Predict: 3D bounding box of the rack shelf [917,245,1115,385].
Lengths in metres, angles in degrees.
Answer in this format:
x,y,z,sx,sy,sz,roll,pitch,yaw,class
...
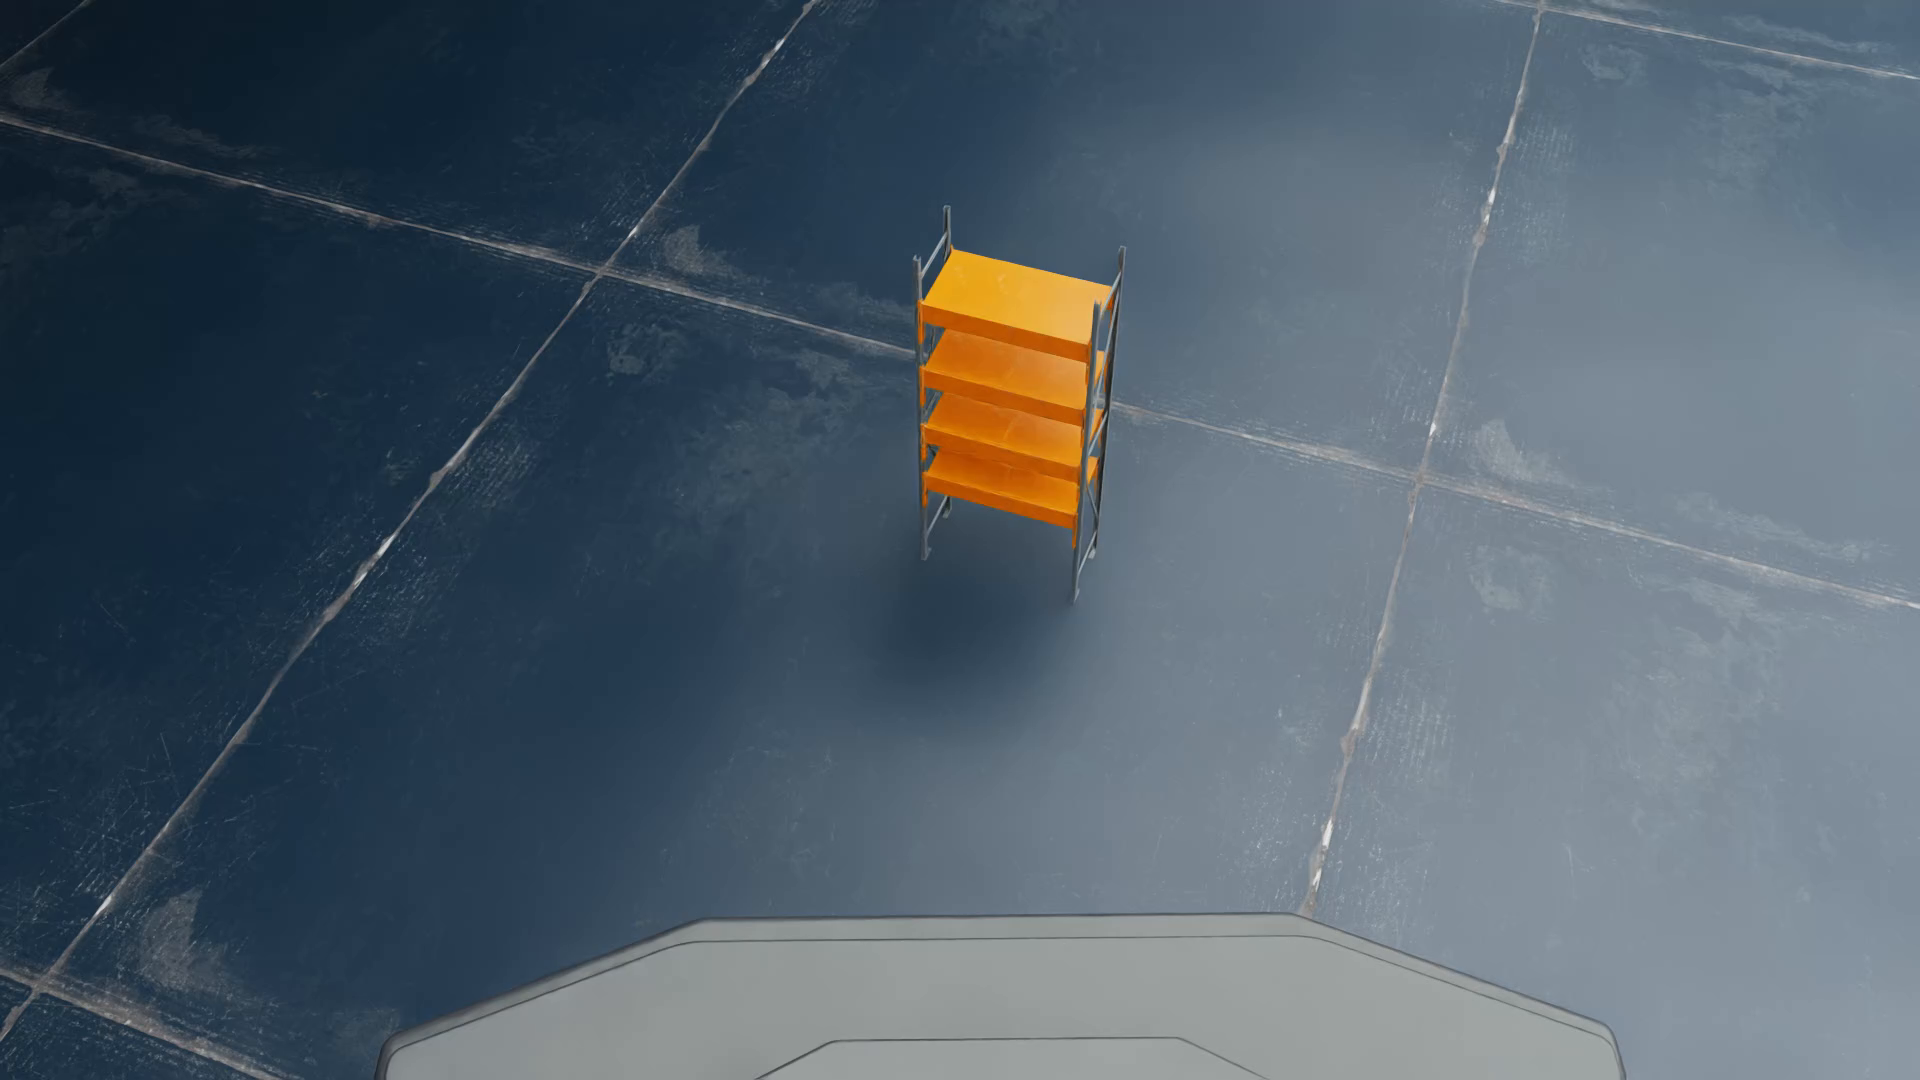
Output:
x,y,z,sx,sy,sz,roll,pitch,yaw,class
0.155,-0.607,4.462,0.480,0.148,0.258,16,51,13,rack shelf

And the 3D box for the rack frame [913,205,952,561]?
x,y,z,sx,sy,sz,roll,pitch,yaw,class
-0.074,-0.414,4.814,0.015,1.200,0.240,16,51,13,rack frame

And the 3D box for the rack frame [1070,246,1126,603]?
x,y,z,sx,sy,sz,roll,pitch,yaw,class
0.384,-0.286,4.704,0.015,1.200,0.240,16,51,13,rack frame

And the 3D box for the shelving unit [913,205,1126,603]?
x,y,z,sx,sy,sz,roll,pitch,yaw,class
0.155,-0.350,4.759,0.503,1.200,0.258,16,51,13,shelving unit

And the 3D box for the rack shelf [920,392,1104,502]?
x,y,z,sx,sy,sz,roll,pitch,yaw,class
0.155,-0.306,4.810,0.480,0.148,0.258,16,51,13,rack shelf

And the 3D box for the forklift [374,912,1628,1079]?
x,y,z,sx,sy,sz,roll,pitch,yaw,class
0.037,1.783,1.765,1.130,2.935,3.031,0,49,0,forklift

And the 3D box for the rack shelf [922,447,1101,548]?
x,y,z,sx,sy,sz,roll,pitch,yaw,class
0.155,-0.176,4.960,0.480,0.148,0.258,16,51,13,rack shelf

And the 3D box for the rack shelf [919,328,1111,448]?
x,y,z,sx,sy,sz,roll,pitch,yaw,class
0.155,-0.452,4.641,0.480,0.148,0.258,16,51,13,rack shelf
